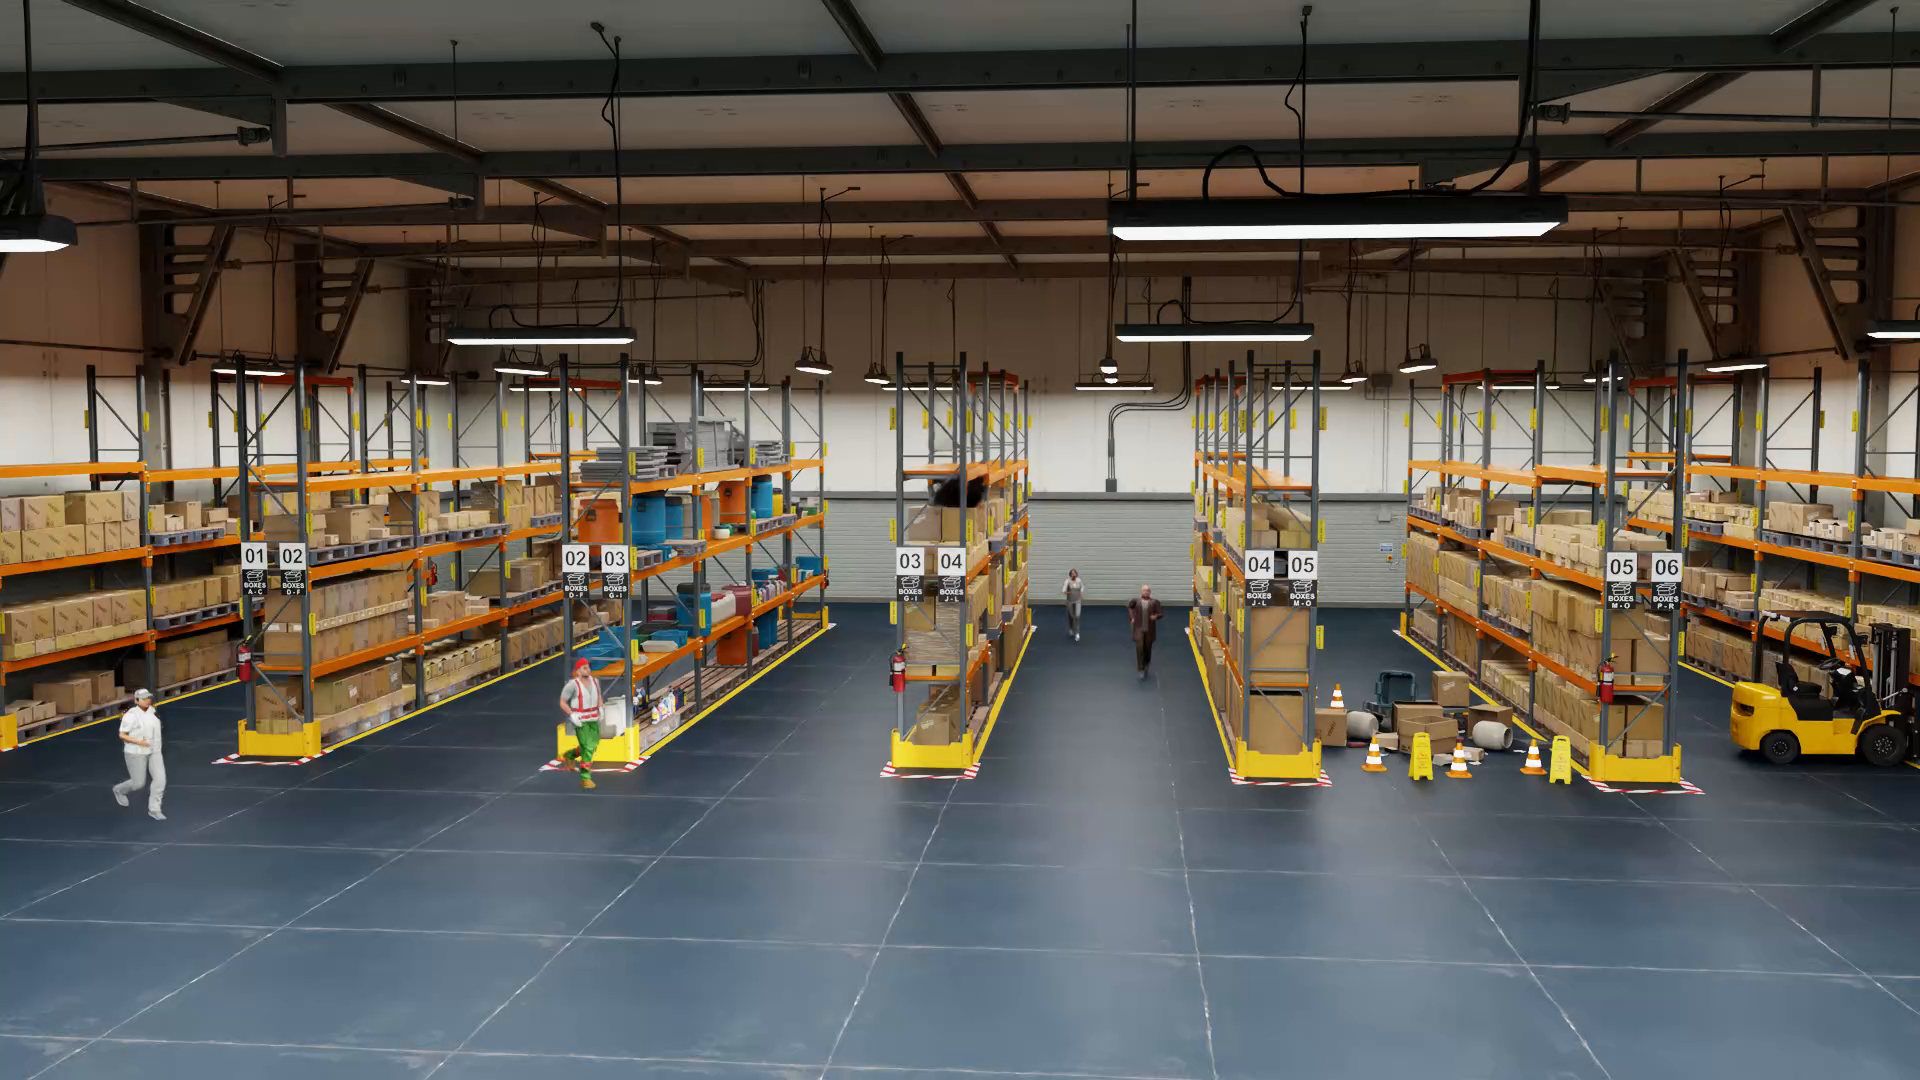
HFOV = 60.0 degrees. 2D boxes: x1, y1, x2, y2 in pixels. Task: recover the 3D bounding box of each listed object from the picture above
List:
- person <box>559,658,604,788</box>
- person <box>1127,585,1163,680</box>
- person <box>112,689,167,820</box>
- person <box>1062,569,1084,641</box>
[{"bbox_3d":[-5.246,2.498,22.979,0.703,1.772,0.677,3,5,39],"label":"person"},{"bbox_3d":[3.634,1.780,32.663,0.704,1.802,1.047,0,4,5],"label":"person"},{"bbox_3d":[-10.376,2.711,21.063,0.807,1.681,0.613,2,5,26],"label":"person"},{"bbox_3d":[2.600,1.468,38.271,0.533,1.622,0.817,0,4,-1],"label":"person"}]
